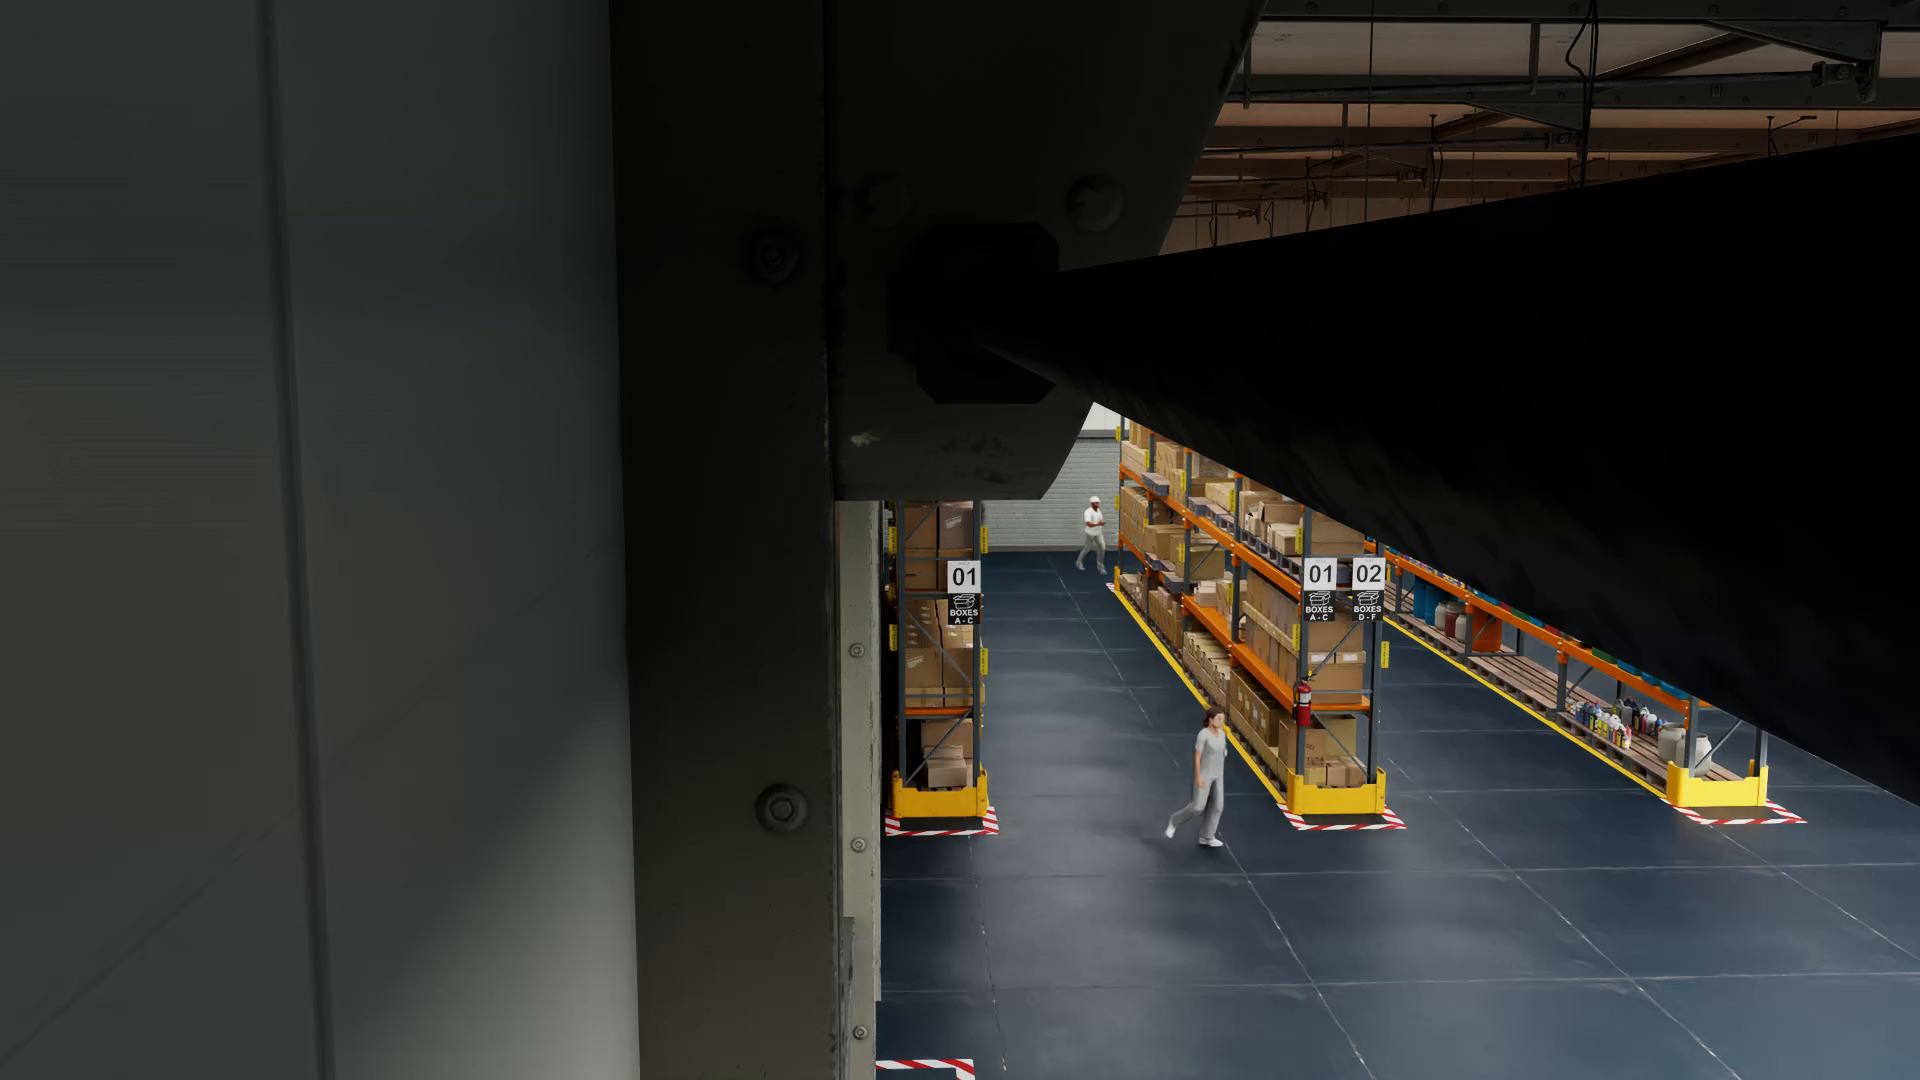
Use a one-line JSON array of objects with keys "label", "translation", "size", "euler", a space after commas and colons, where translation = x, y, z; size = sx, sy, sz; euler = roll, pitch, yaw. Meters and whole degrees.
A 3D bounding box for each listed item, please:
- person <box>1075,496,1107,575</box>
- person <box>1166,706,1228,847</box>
[{"label": "person", "translation": [3.086, -0.114, 38.685], "size": [0.864, 1.823, 0.688], "euler": [7, 11, 39]}, {"label": "person", "translation": [2.768, 2.738, 19.347], "size": [0.640, 1.647, 0.577], "euler": [-6, 10, -36]}]
